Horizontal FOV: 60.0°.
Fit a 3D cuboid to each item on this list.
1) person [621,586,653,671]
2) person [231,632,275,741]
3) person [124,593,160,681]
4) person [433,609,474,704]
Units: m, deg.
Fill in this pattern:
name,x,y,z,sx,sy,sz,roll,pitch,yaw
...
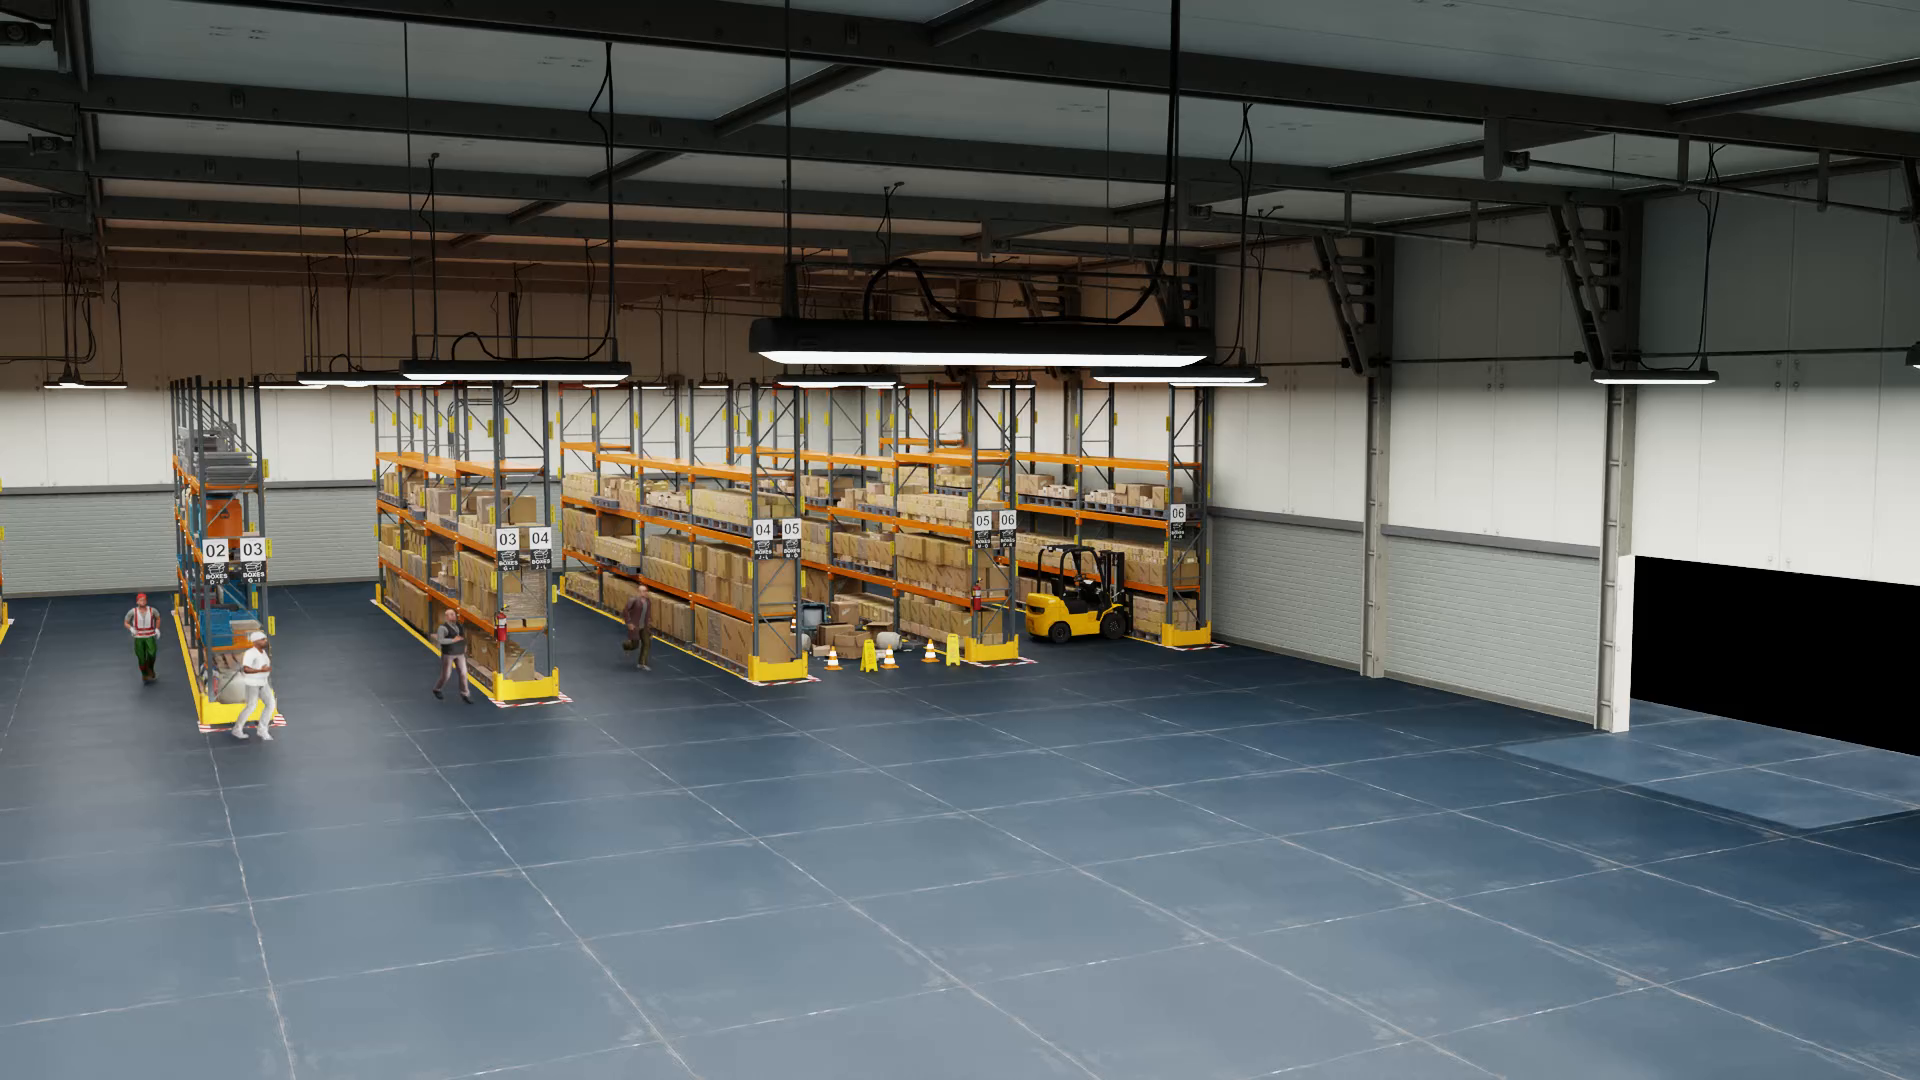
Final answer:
name,x,y,z,sx,sy,sz,roll,pitch,yaw
person,-6.698,1.857,34.495,0.938,1.667,0.718,5,7,44
person,-11.615,2.417,27.453,0.720,1.806,0.689,1,5,8
person,-16.128,1.923,32.847,0.659,1.744,0.578,-3,6,-30
person,-9.313,2.126,30.525,0.957,1.719,0.651,4,6,37
